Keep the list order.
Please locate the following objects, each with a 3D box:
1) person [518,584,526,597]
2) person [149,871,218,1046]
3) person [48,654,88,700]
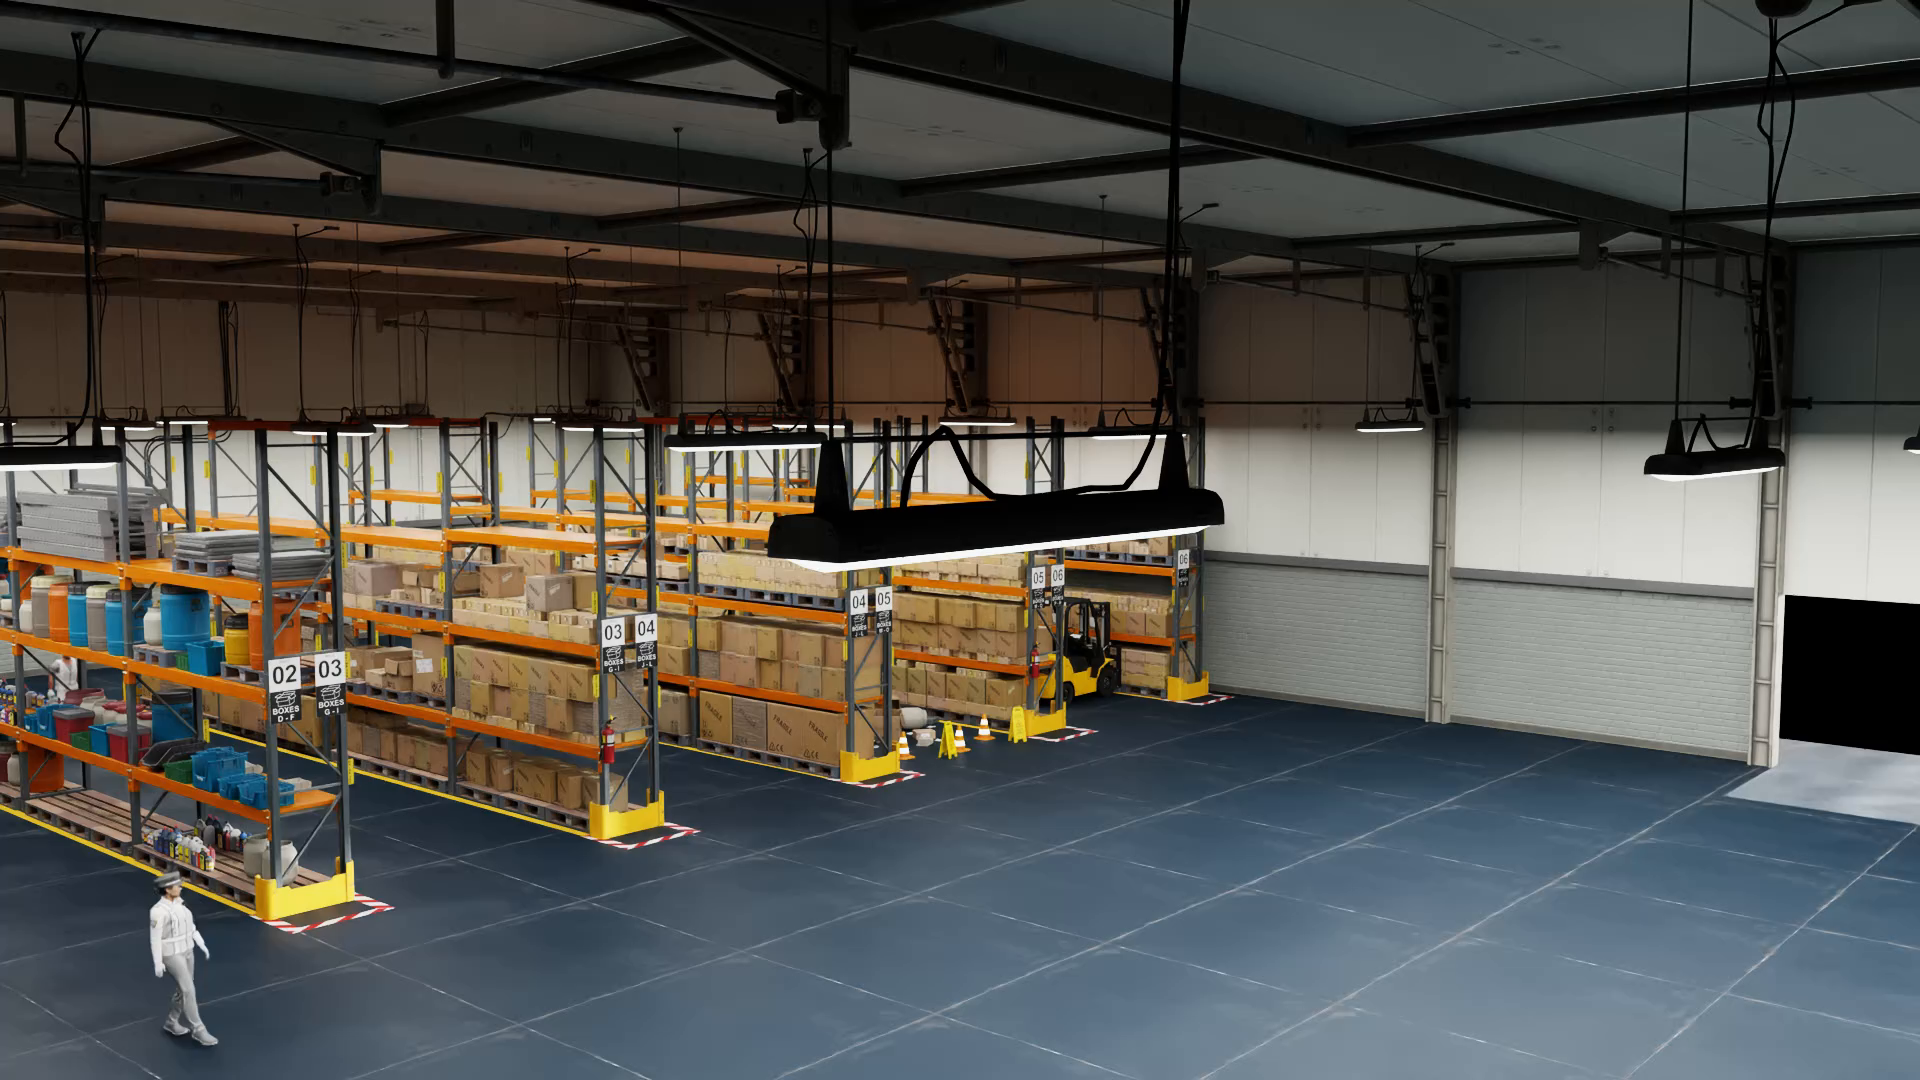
[{"bbox_3d":[-11.987,1.697,45.259,0.582,1.755,0.822,1,5,7],"label":"person"},{"bbox_3d":[-7.659,4.138,16.534,0.718,1.670,0.519,1,5,9],"label":"person"},{"bbox_3d":[-16.750,2.851,31.250,0.683,1.794,0.904,-4,6,-40],"label":"person"}]
